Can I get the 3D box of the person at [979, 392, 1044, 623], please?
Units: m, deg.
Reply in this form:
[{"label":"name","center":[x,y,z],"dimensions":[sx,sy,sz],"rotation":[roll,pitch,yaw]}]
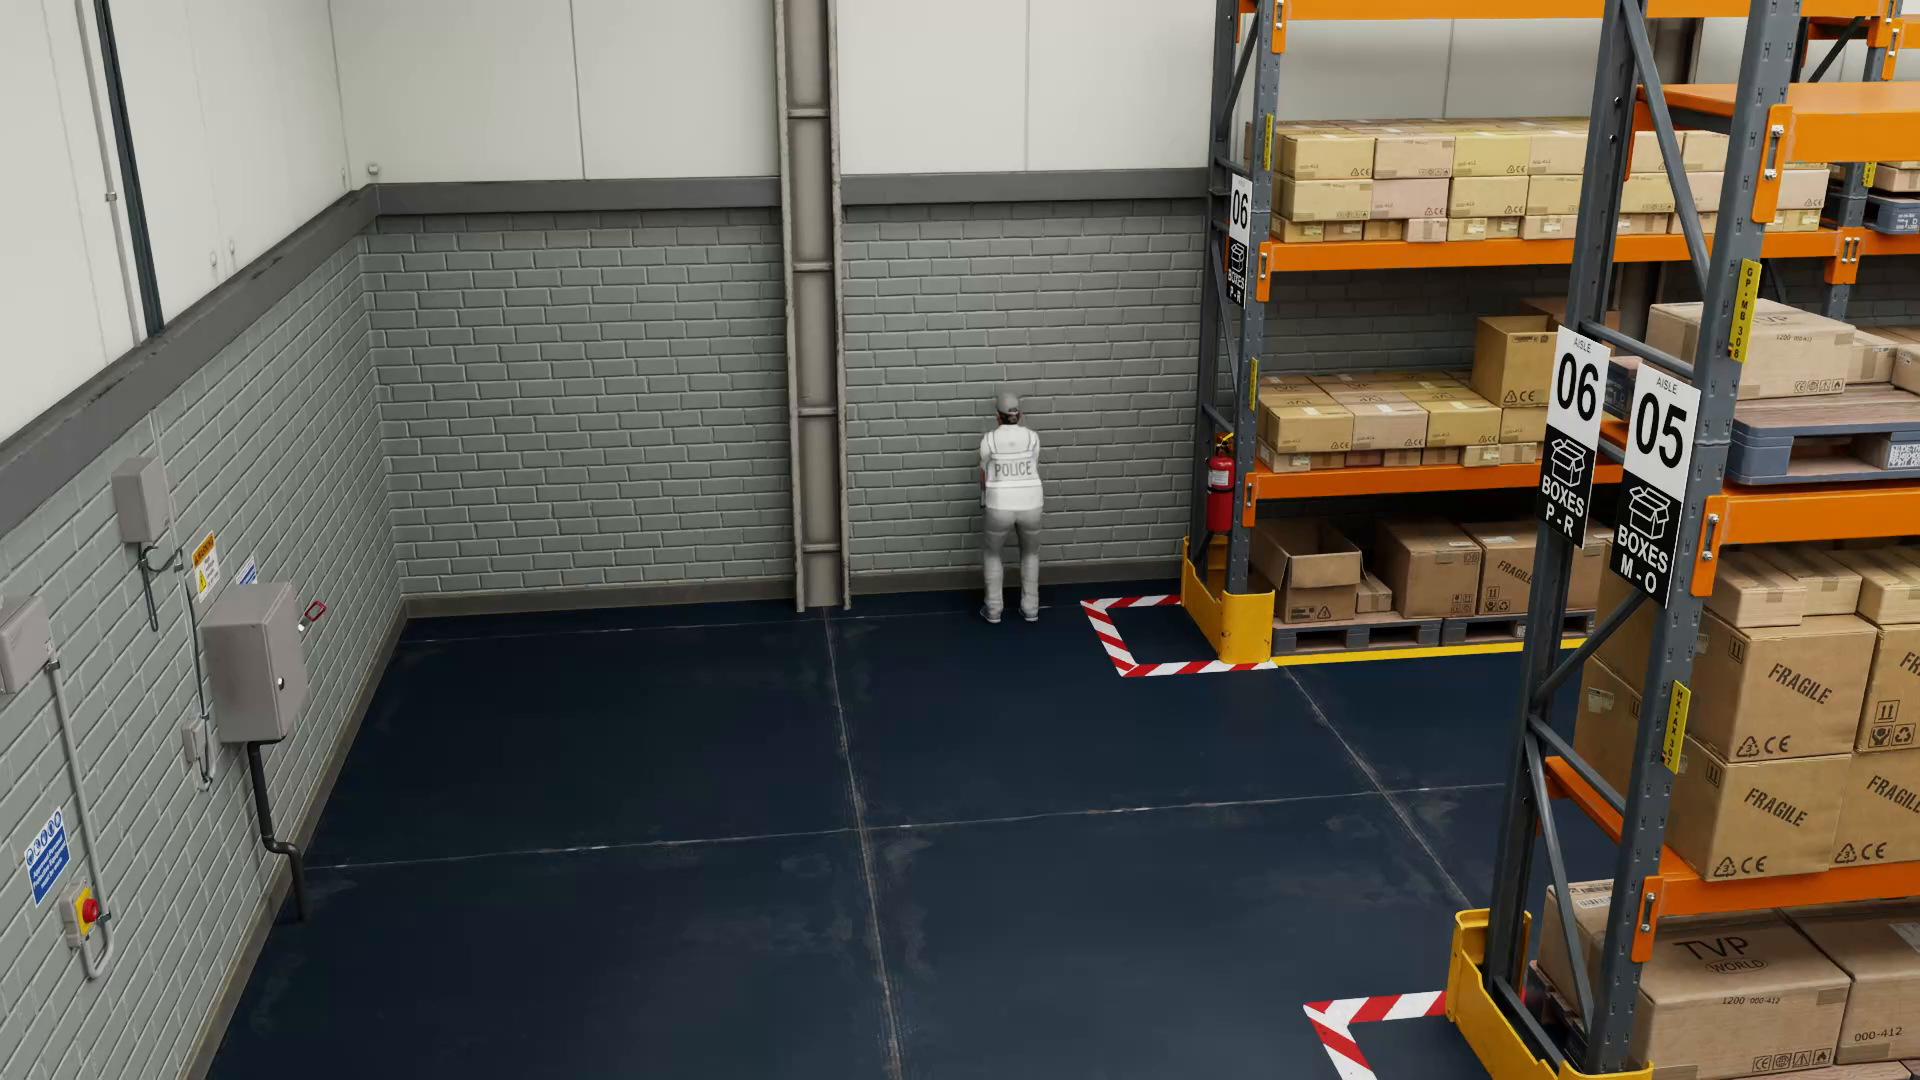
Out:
[{"label":"person","center":[0.347,-0.234,11.737],"dimensions":[0.452,1.655,0.565],"rotation":[-3,20,-9]}]
